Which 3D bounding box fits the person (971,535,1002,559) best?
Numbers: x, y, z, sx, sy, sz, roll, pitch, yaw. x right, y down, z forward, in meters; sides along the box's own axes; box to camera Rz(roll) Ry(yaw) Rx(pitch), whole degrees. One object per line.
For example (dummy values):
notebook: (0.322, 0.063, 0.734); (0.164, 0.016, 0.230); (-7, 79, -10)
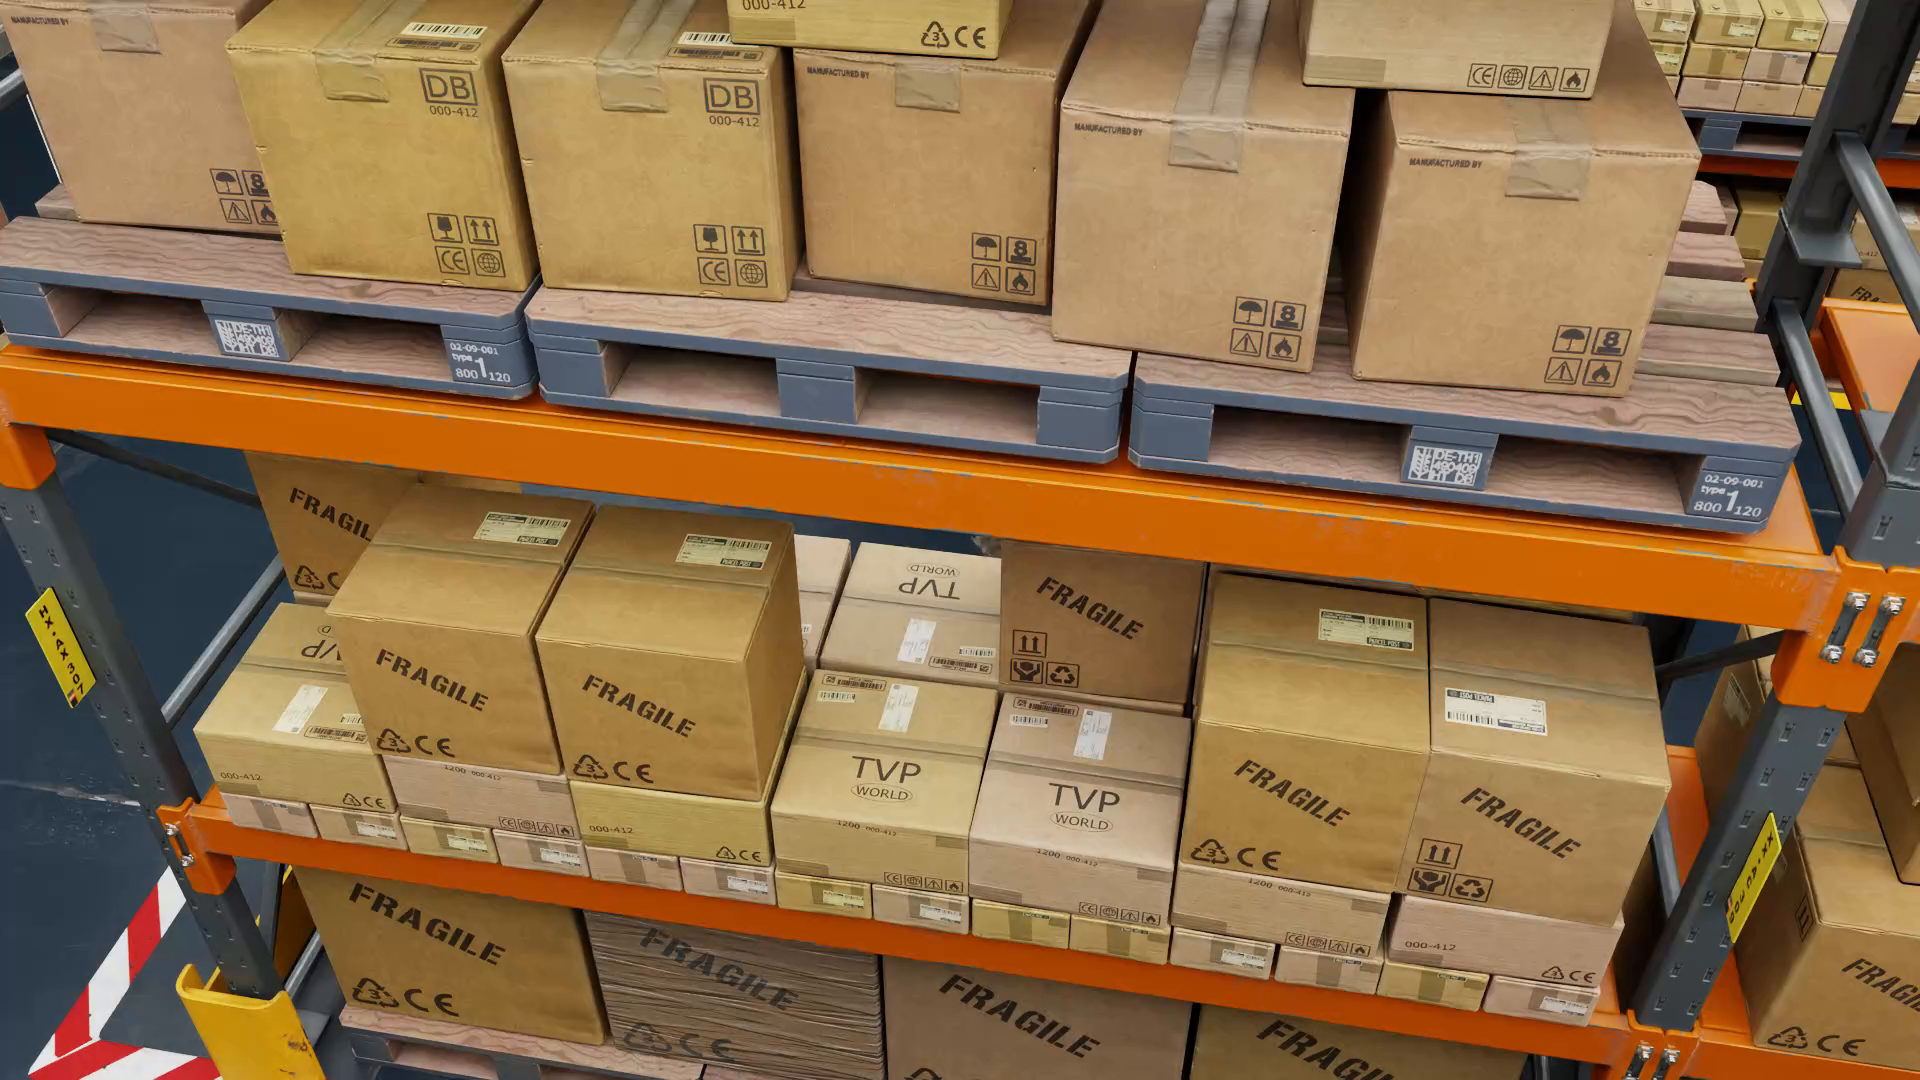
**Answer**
person: (0.398, 0.005, 6.126); (0.709, 1.766, 0.491); (-12, 42, -14)
